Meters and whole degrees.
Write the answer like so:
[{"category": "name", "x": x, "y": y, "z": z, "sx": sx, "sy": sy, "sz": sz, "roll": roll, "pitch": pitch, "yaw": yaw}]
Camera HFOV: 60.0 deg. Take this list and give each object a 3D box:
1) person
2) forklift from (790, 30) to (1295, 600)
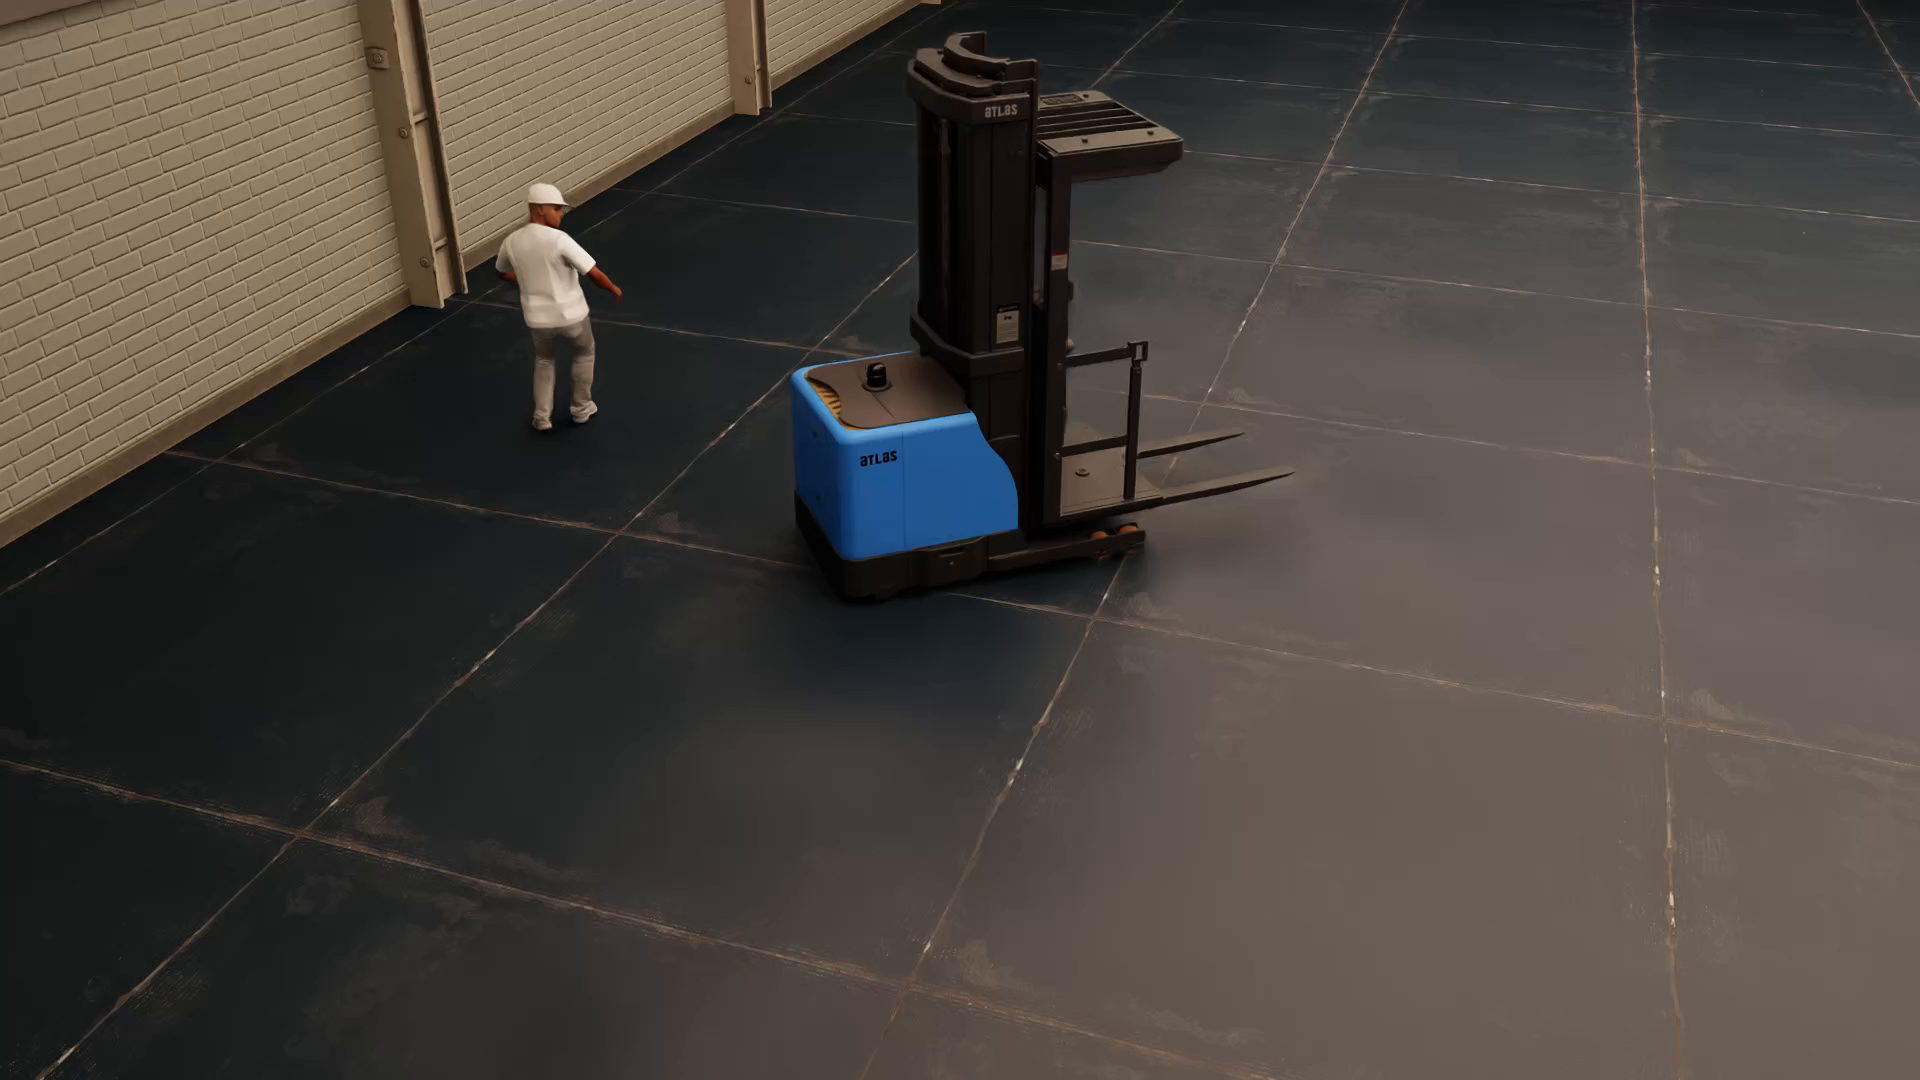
[{"category": "person", "x": -2.689, "y": -1.573, "z": 11.179, "sx": 0.832, "sy": 1.693, "sz": 0.707, "roll": 4, "pitch": 30, "yaw": 6}, {"category": "forklift", "x": 0.567, "y": -1.386, "z": 9.569, "sx": 3.031, "sy": 2.935, "sz": 1.130, "roll": -11, "pitch": 32, "yaw": -19}]
